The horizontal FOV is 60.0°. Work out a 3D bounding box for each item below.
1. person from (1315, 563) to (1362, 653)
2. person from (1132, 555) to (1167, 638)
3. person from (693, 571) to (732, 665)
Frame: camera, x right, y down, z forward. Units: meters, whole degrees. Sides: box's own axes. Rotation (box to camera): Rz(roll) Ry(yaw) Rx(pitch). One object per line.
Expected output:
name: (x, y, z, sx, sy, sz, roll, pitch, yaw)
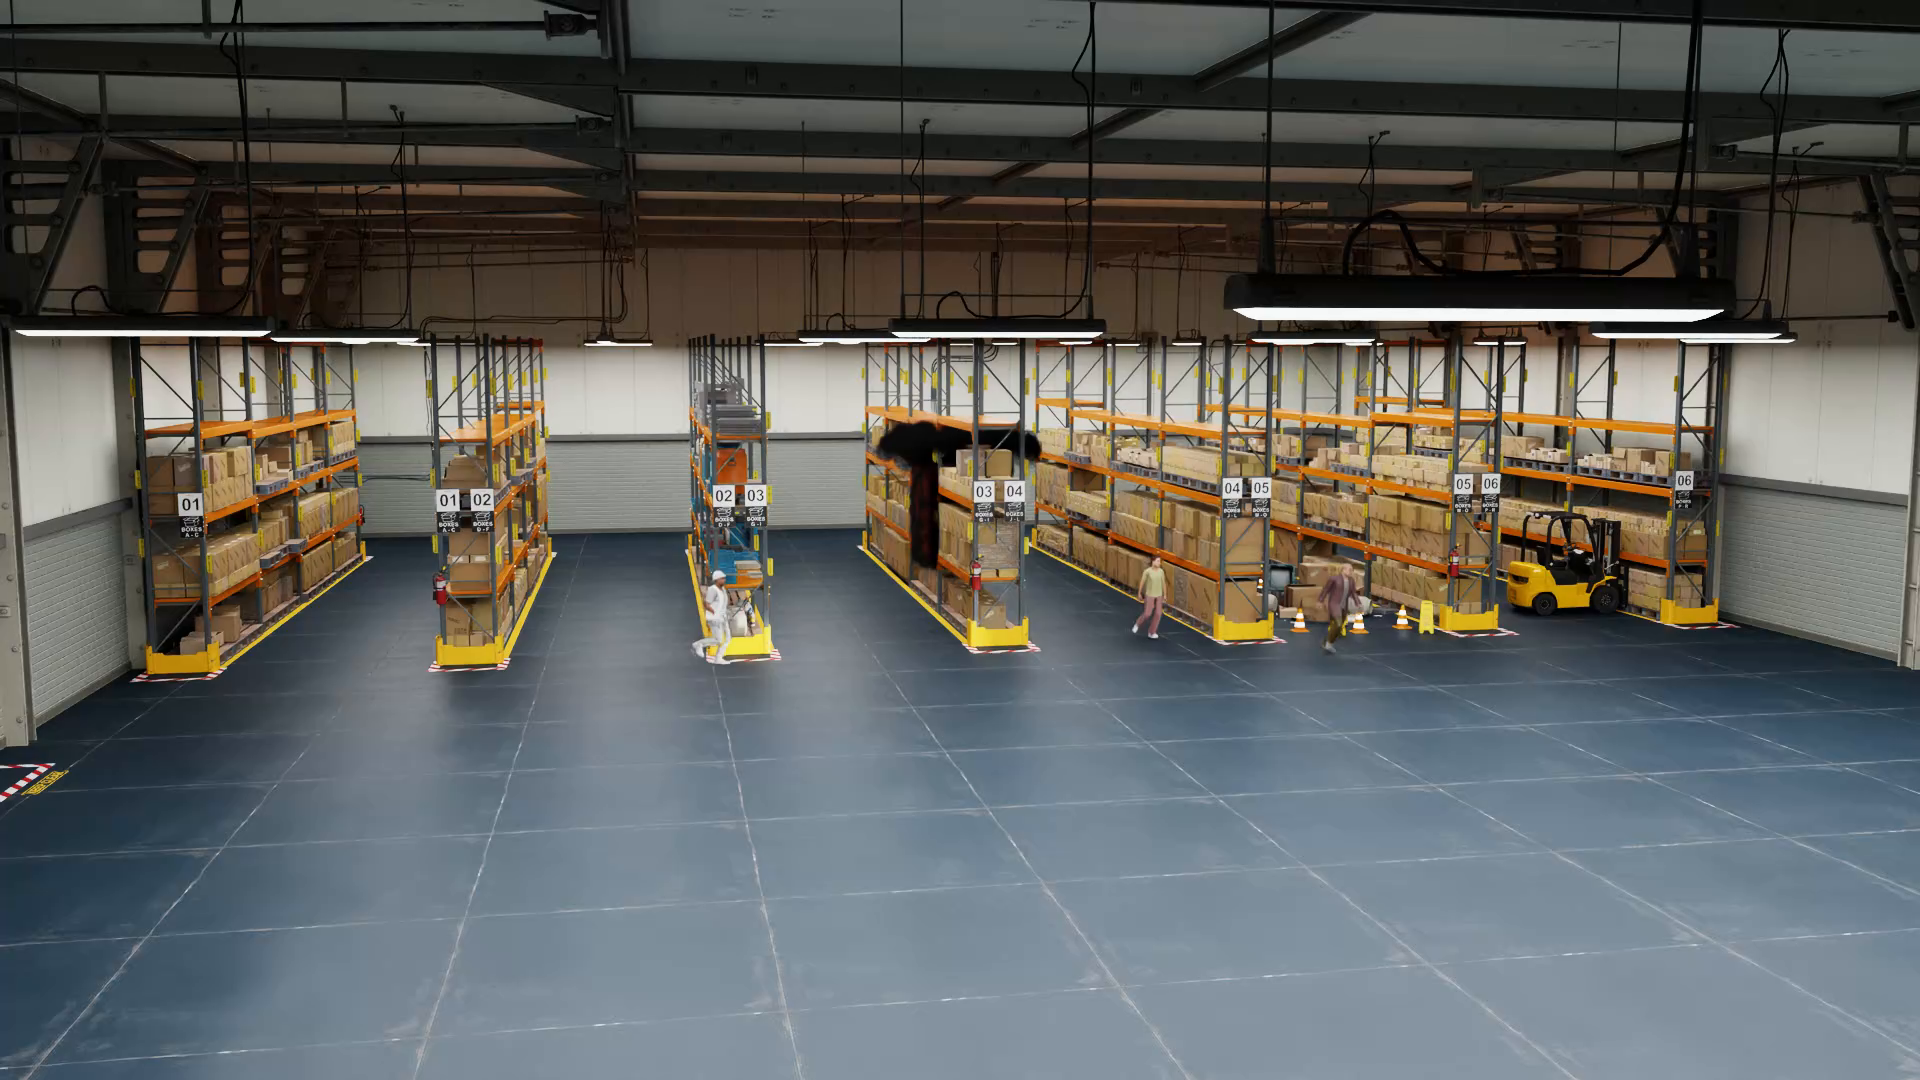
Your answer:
person: (7.149, 1.273, 31.336, 0.680, 1.731, 0.764, -4, 8, -33)
person: (3.757, 1.108, 33.058, 0.603, 1.655, 0.546, -3, 7, -21)
person: (-4.492, 1.409, 30.234, 0.706, 1.725, 0.666, 2, 7, 17)
